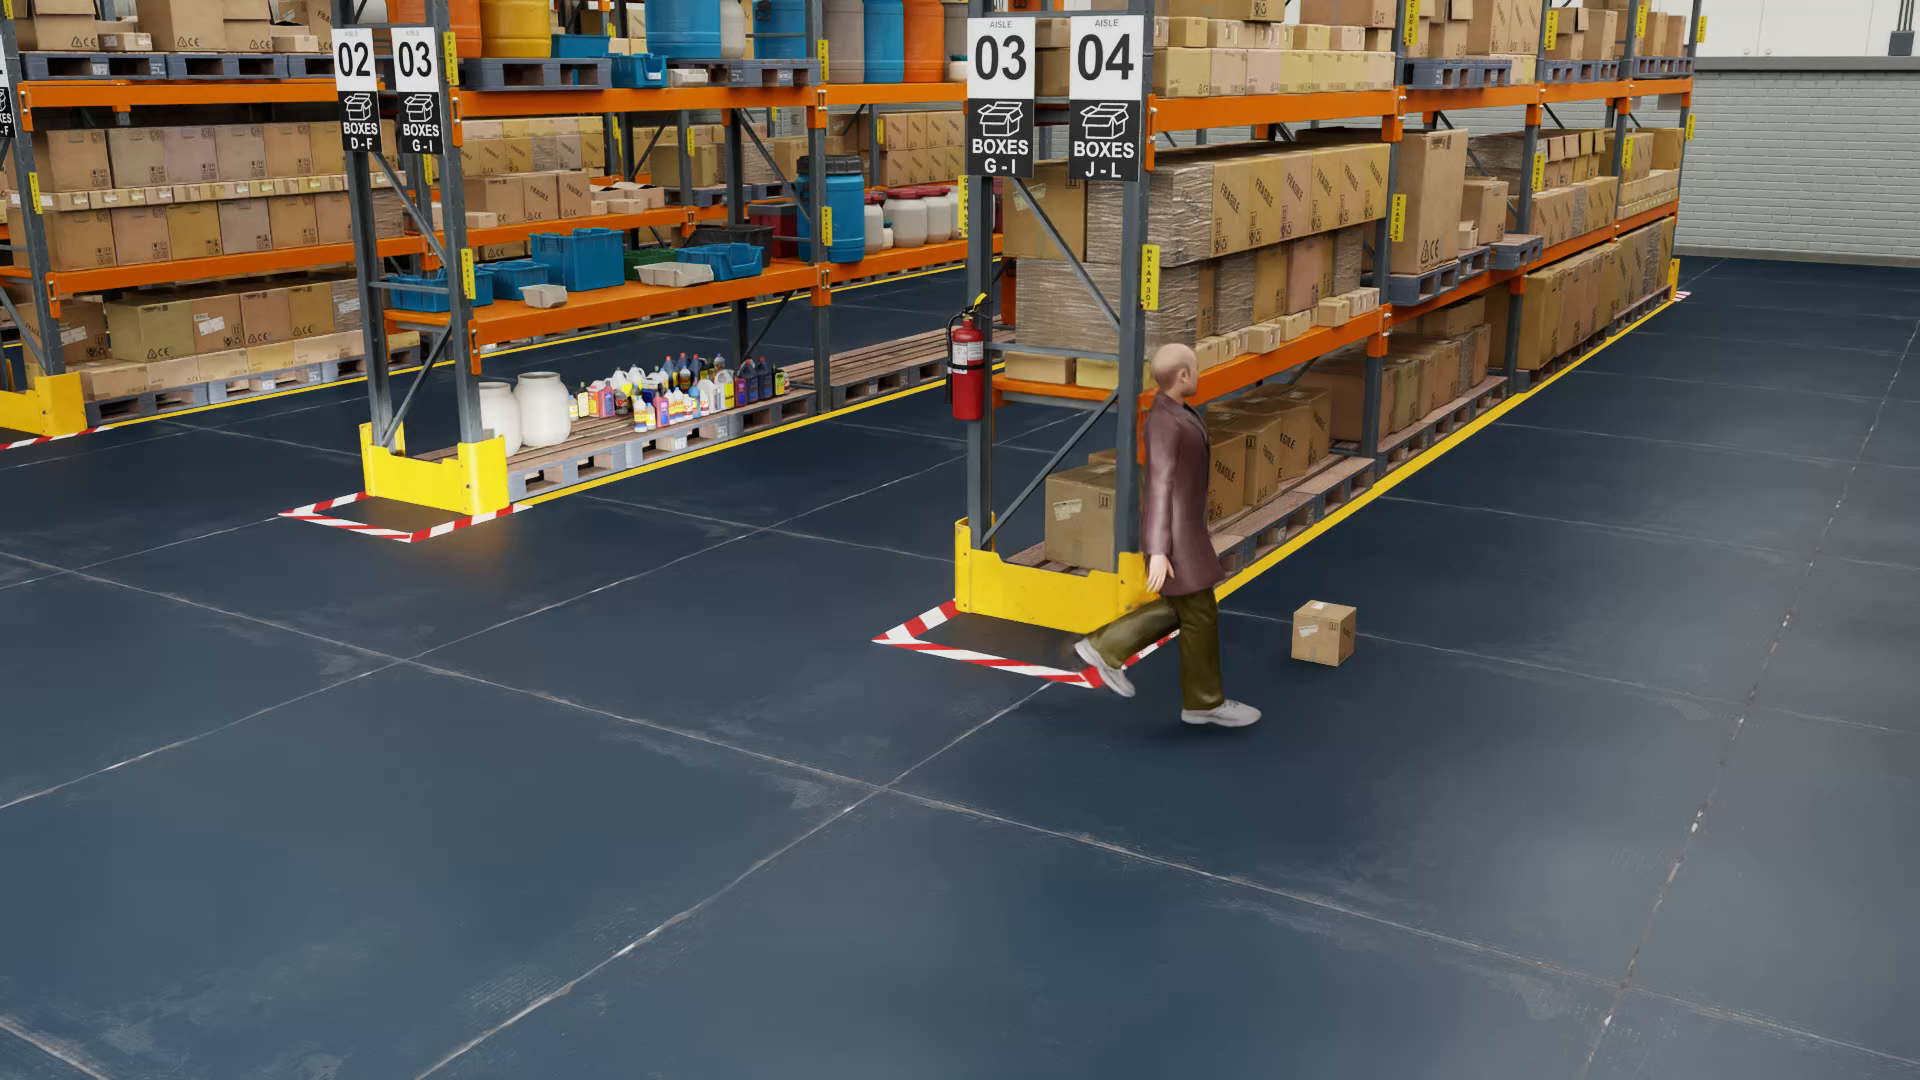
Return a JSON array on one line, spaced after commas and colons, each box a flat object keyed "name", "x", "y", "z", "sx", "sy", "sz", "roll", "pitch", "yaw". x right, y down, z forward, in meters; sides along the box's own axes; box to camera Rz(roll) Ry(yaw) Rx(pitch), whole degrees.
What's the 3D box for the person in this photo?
[{"name": "person", "x": 0.964, "y": -0.021, "z": 7.587, "sx": 0.900, "sy": 1.757, "sz": 0.646, "roll": 4, "pitch": 16, "yaw": 13}]
